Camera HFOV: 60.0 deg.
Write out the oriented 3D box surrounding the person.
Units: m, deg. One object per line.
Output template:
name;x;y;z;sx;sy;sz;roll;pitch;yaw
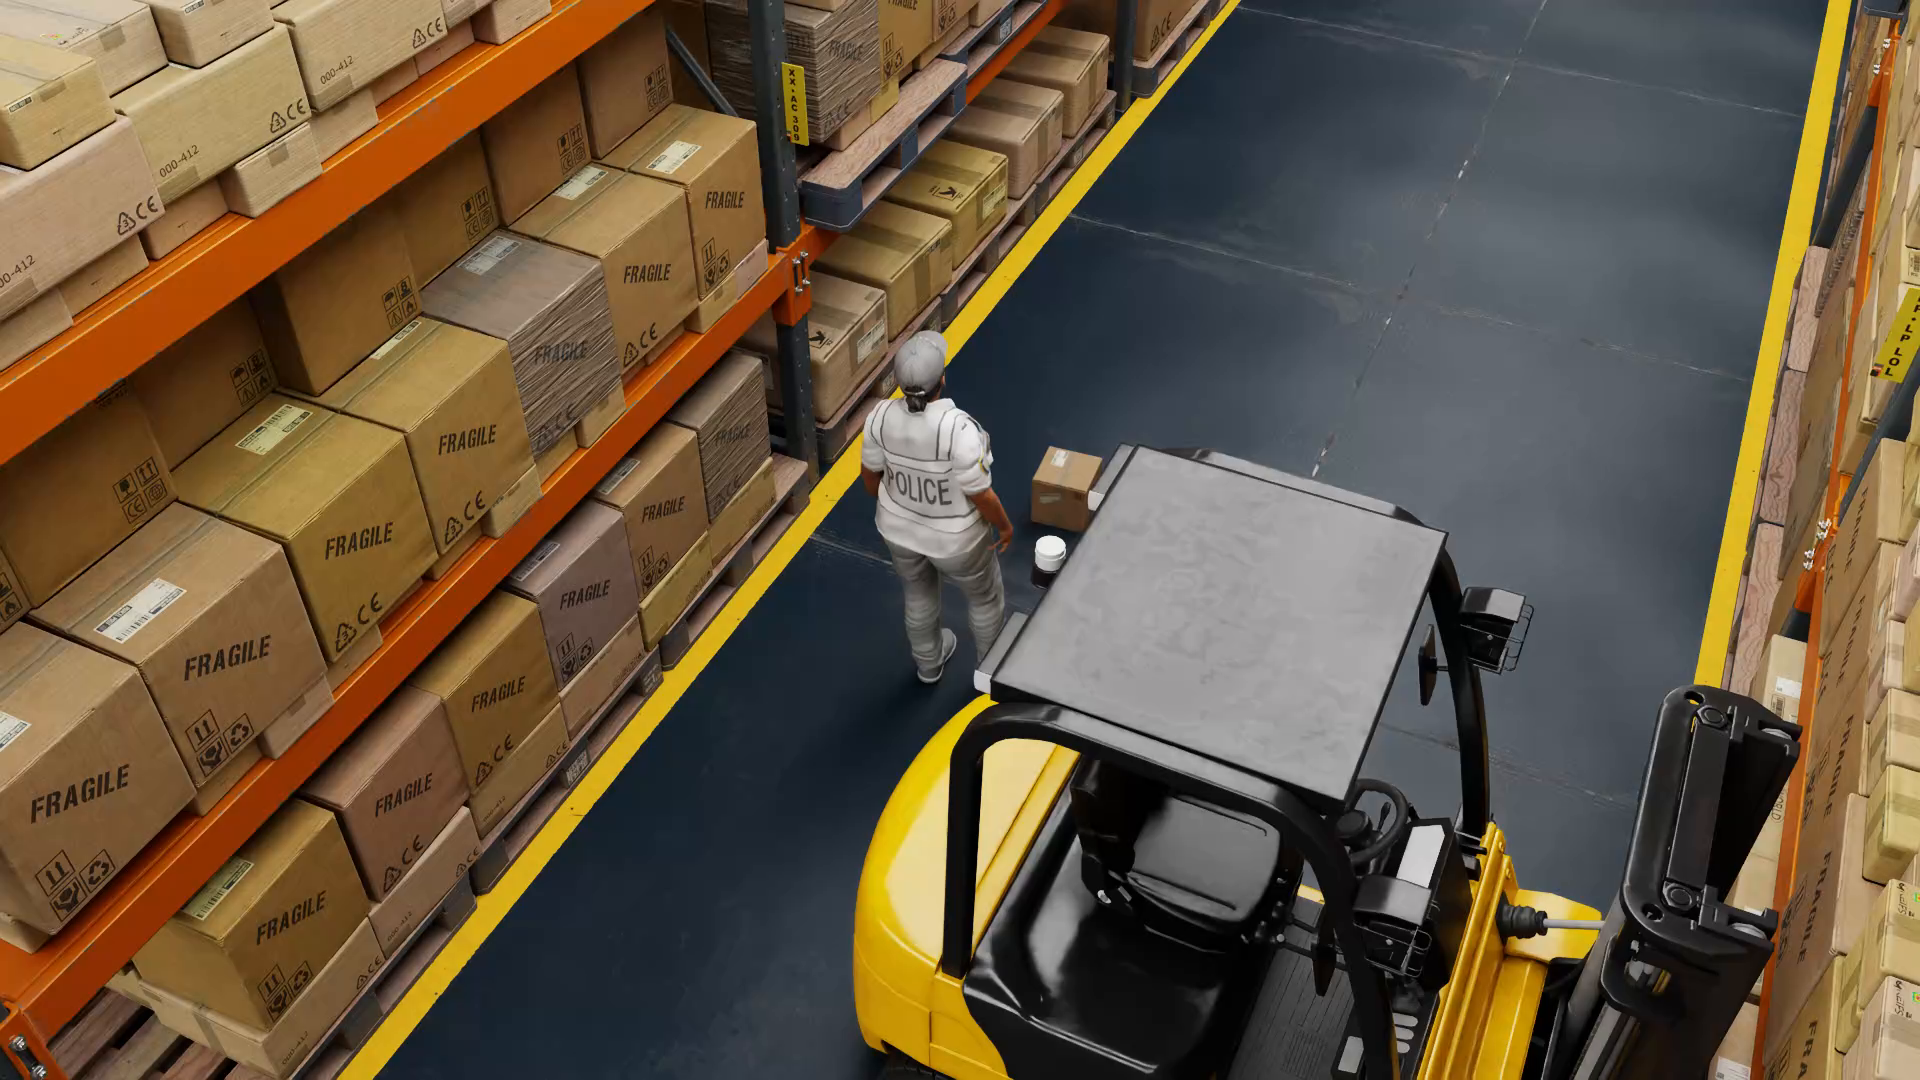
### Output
person;-0.040;-0.104;6.258;0.598;1.670;0.529;17;45;18
